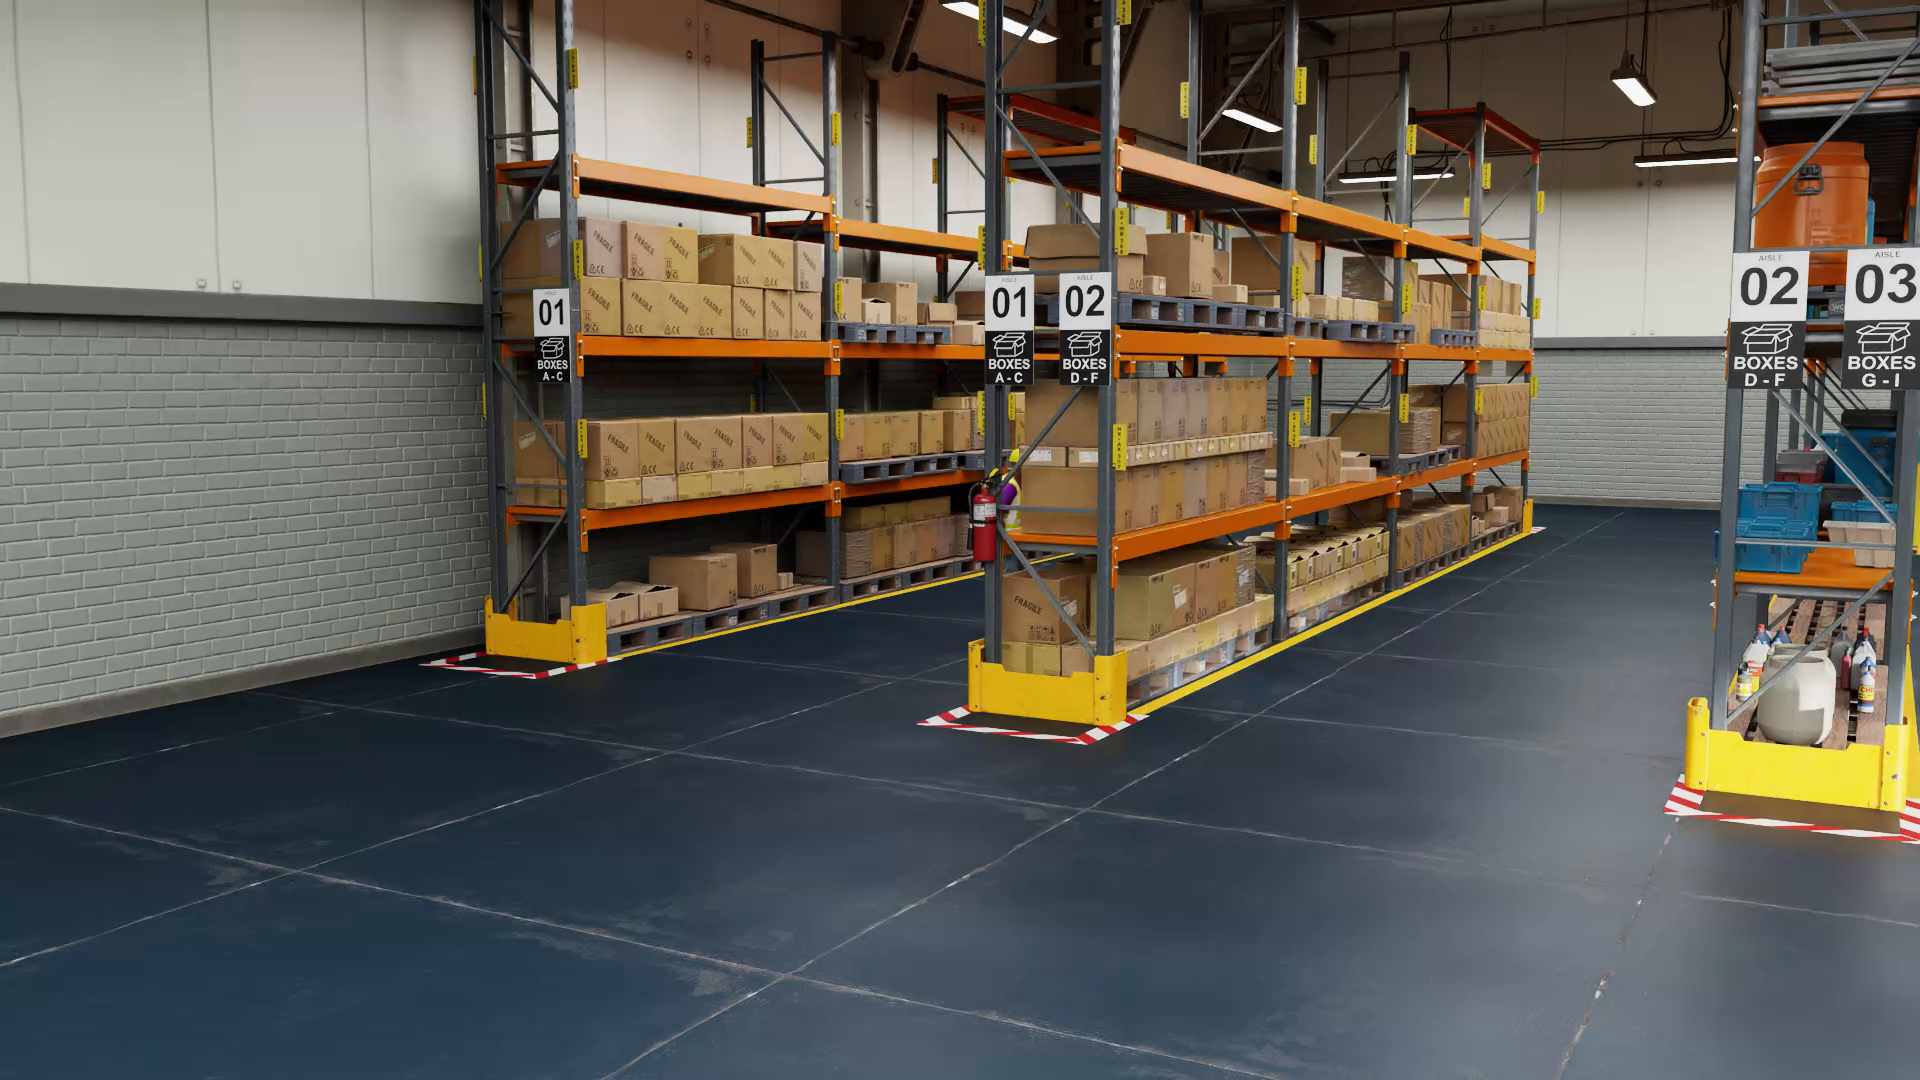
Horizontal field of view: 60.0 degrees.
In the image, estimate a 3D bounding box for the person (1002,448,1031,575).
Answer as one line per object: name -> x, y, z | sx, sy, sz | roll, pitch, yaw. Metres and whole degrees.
person -> 0.532, -0.009, 16.142 | 0.455, 1.761, 0.635 | 3, 7, 25
